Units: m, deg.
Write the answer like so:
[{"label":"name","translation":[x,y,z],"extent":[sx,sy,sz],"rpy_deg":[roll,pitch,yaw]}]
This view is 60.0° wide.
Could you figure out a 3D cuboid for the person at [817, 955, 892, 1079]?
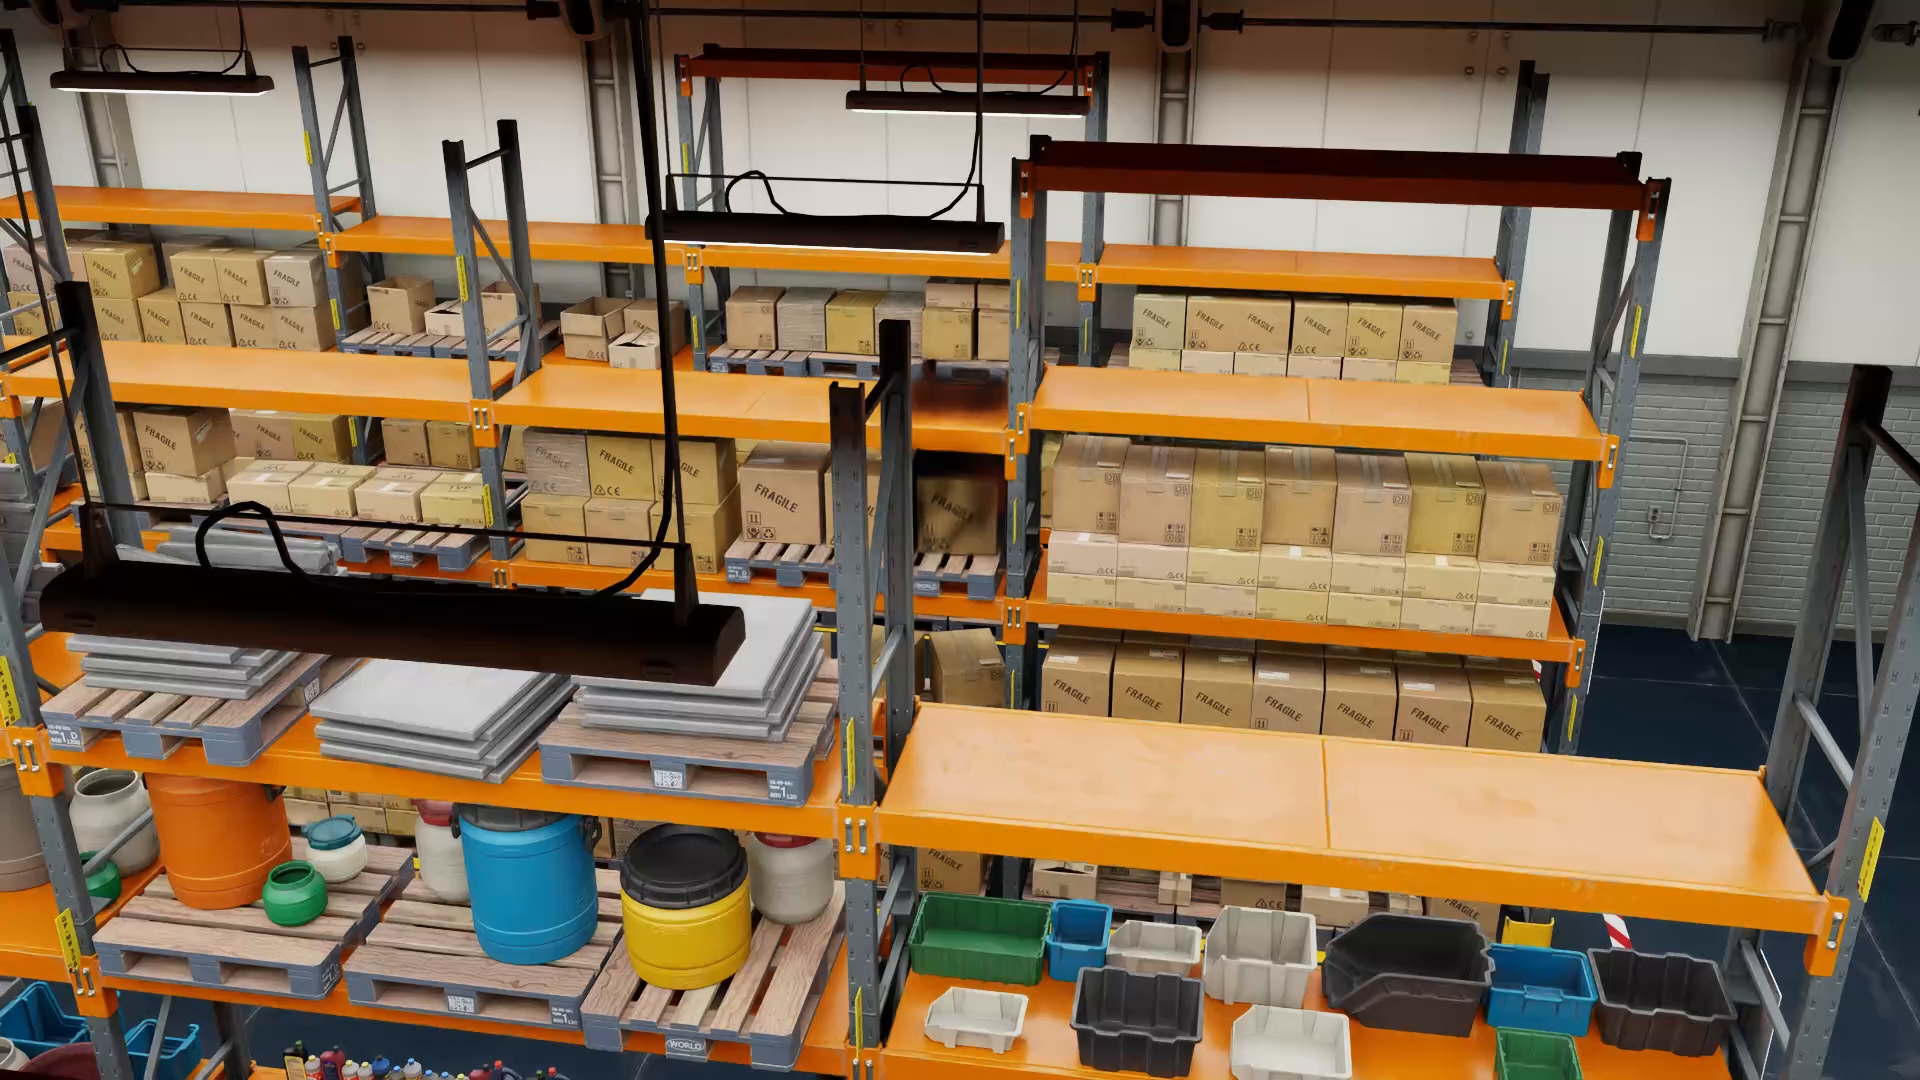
[{"label":"person","translation":[-0.605,3.088,10.490],"extent":[0.662,1.737,0.716],"rpy_deg":[13,26,28]}]
